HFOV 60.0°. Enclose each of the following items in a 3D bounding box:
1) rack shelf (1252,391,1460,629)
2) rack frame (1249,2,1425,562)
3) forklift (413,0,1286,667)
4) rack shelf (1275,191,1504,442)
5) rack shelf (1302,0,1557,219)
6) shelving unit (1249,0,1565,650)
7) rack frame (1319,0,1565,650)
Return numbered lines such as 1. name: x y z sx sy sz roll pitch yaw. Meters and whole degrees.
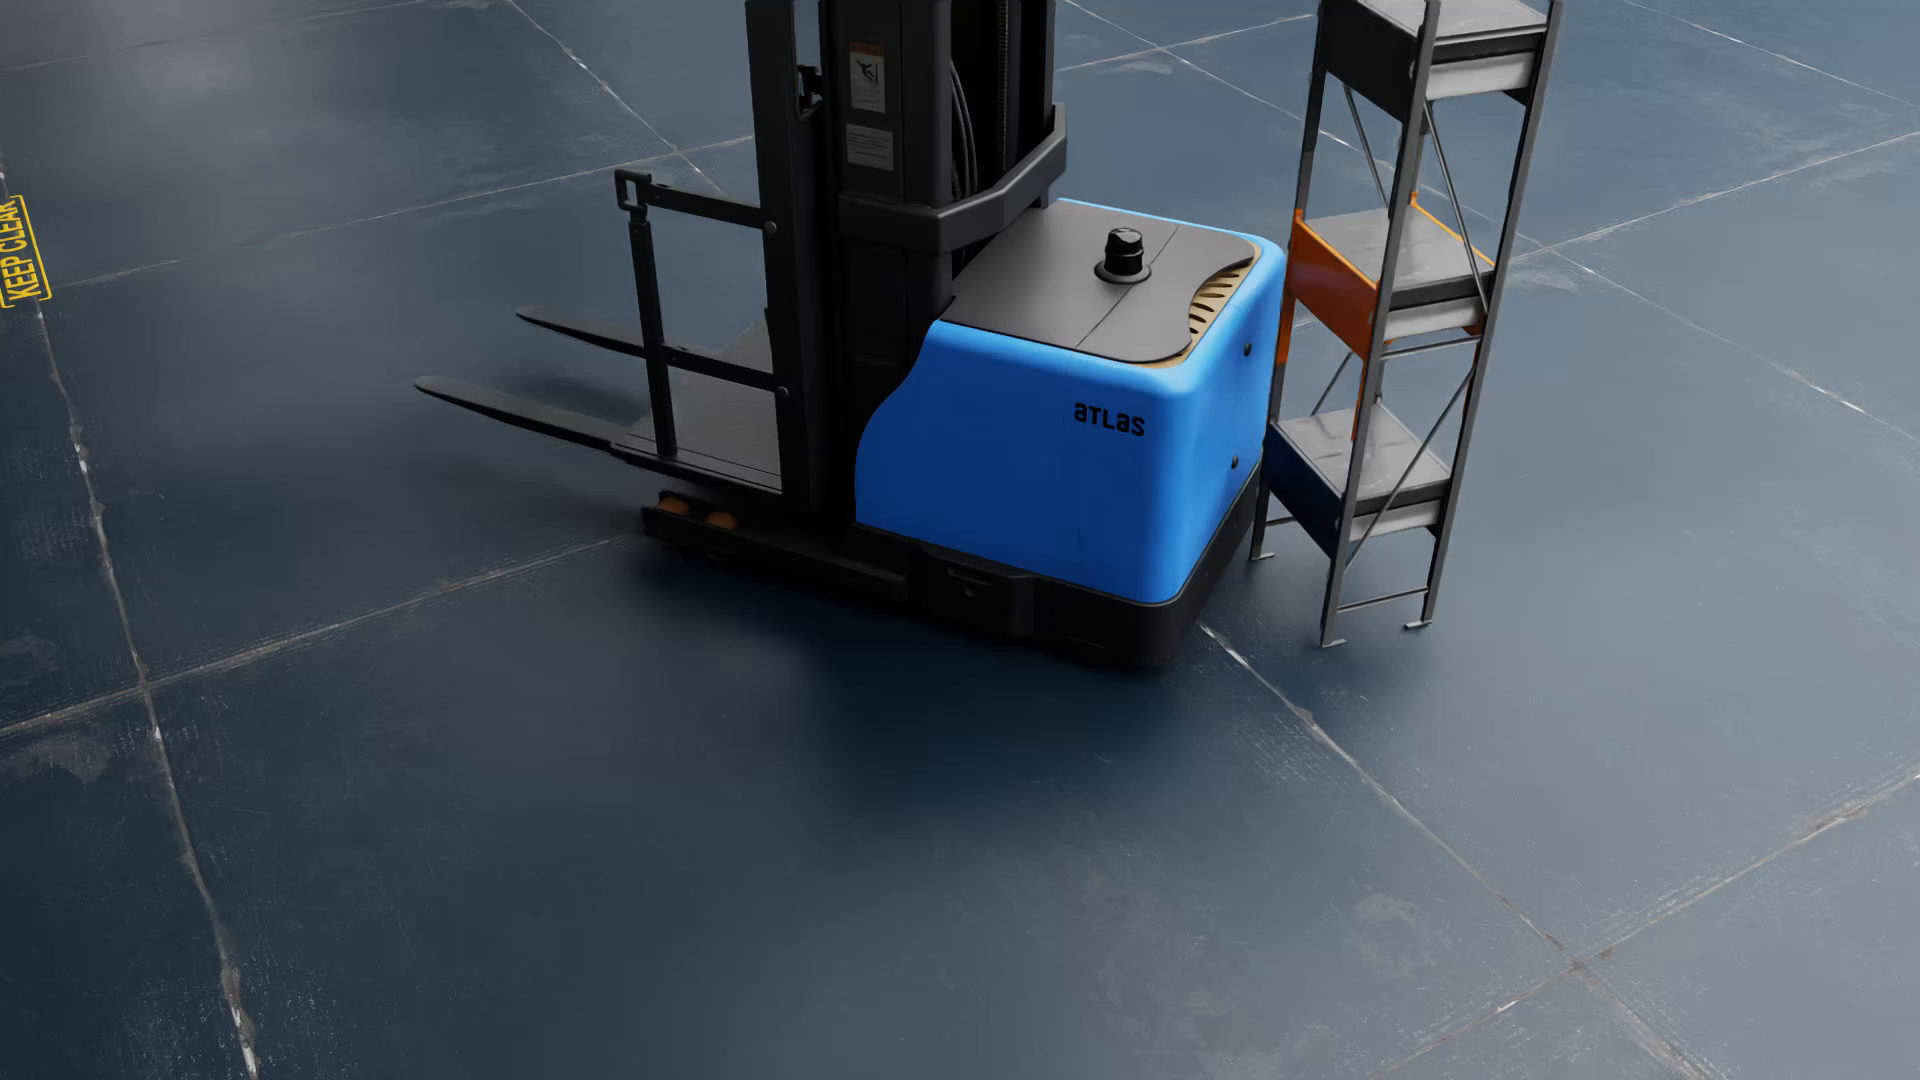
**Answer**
1. rack shelf: 1.253 -0.102 5.319 0.431 0.518 0.480 -11 38 -15
2. rack frame: 1.174 -0.814 5.084 0.400 2.100 0.015 -11 38 -15
3. forklift: -0.521 -1.377 5.150 3.031 2.935 1.130 16 39 20
4. rack shelf: 1.253 -0.667 4.906 0.431 0.518 0.480 -11 38 -15
5. rack shelf: 1.254 -1.232 4.492 0.431 0.518 0.480 -11 38 -15
6. shelving unit: 1.253 -0.678 4.898 0.431 2.100 0.503 -11 38 -15
7. rack frame: 1.333 -0.542 4.711 0.400 2.100 0.015 -11 38 -15
